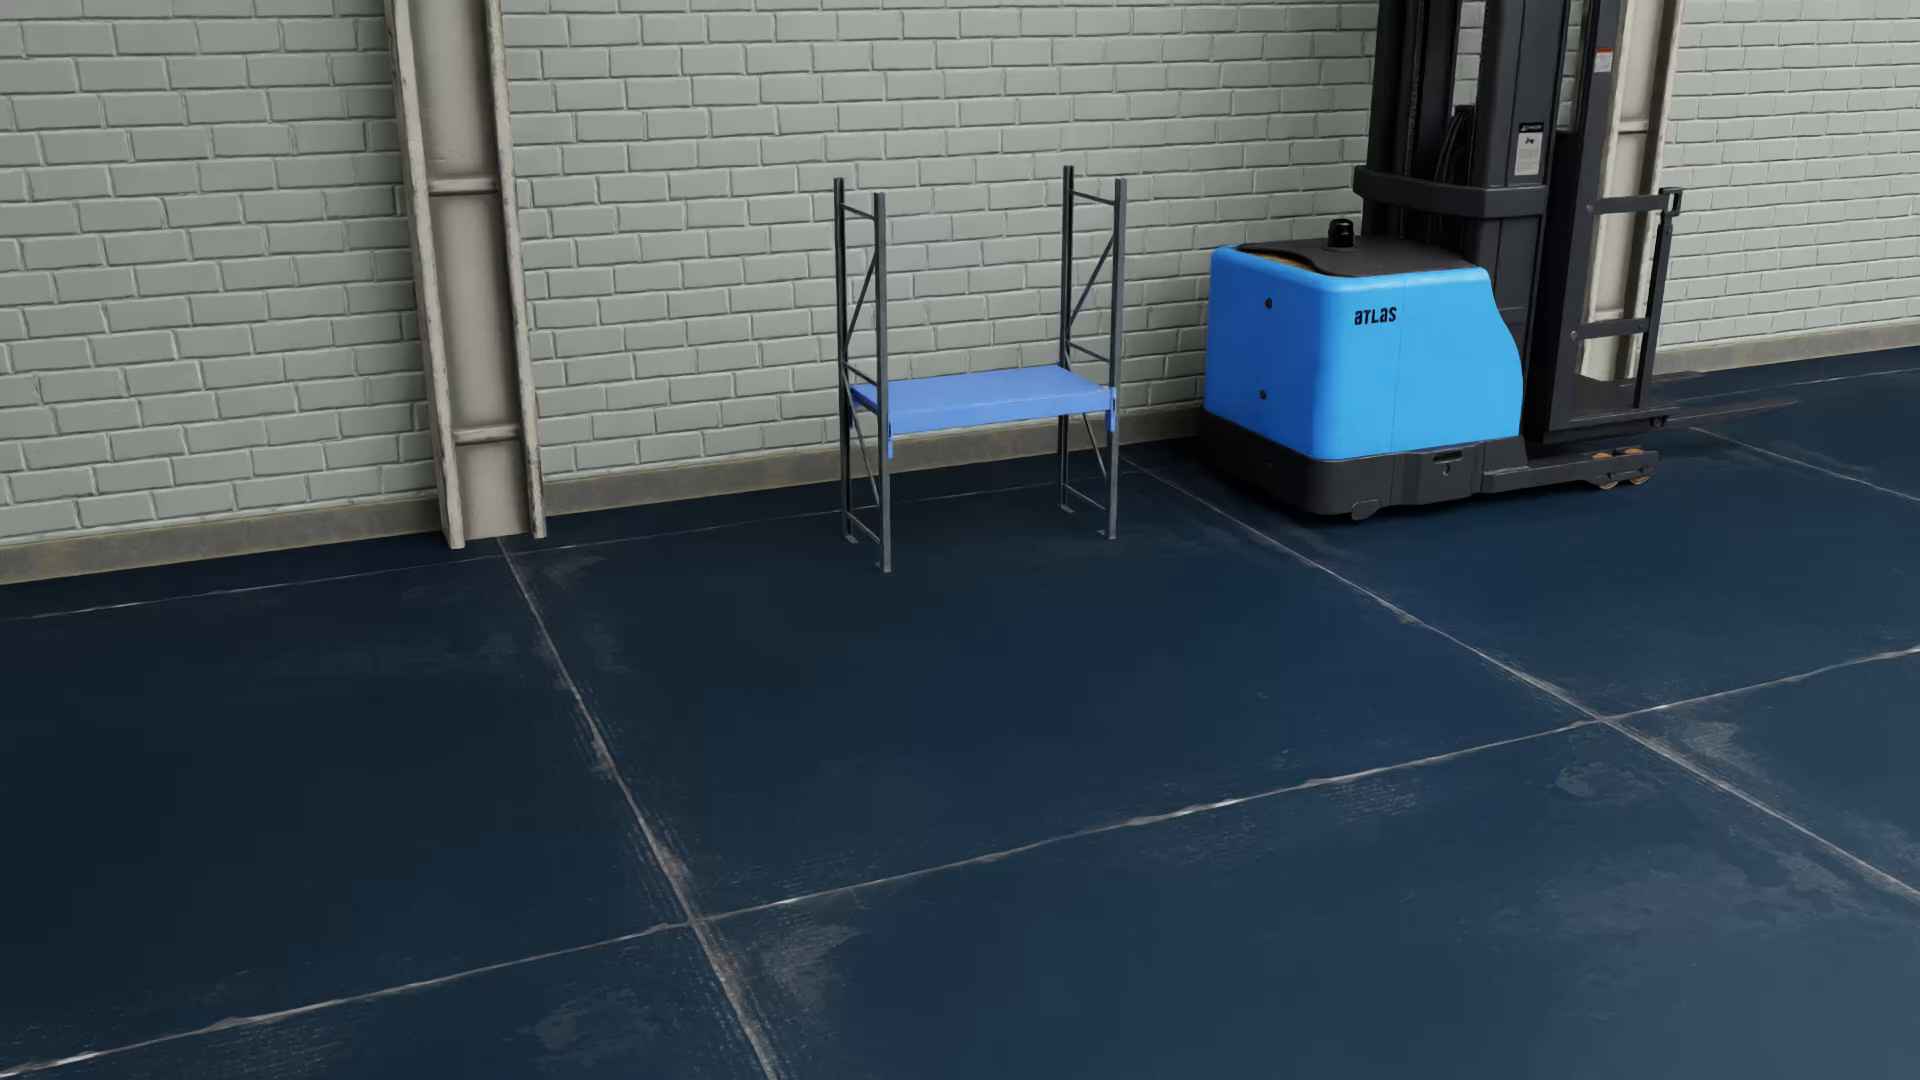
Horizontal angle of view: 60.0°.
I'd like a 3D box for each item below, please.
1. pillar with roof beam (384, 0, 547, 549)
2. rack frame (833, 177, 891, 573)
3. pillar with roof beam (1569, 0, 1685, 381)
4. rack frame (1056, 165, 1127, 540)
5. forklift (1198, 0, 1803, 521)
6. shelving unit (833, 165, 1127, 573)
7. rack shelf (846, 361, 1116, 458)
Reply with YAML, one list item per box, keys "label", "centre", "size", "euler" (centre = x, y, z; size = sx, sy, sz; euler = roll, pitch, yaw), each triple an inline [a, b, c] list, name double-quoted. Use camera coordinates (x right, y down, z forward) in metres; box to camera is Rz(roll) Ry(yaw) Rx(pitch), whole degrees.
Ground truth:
- label: "pillar with roof beam"
  centre: [-0.290, -2.966, 1.896]
  size: [0.400, 9.000, 9.100]
  euler: [-8, 21, -22]
- label: "rack frame"
  centre: [-0.388, -0.652, 6.615]
  size: [0.032, 1.500, 0.500]
  euler: [-8, 21, -22]
- label: "pillar with roof beam"
  centre: [5.219, -3.755, 4.138]
  size: [0.400, 9.000, 9.100]
  euler: [-8, 21, -22]
- label: "rack frame"
  centre: [0.545, -0.786, 6.995]
  size: [0.032, 1.500, 0.500]
  euler: [-8, 21, -22]
- label: "forklift"
  centre: [2.700, -1.769, 7.634]
  size: [3.031, 2.935, 1.130]
  euler: [-8, 21, -22]
- label: "shelving unit"
  centre: [0.078, -0.719, 6.805]
  size: [1.048, 1.500, 0.538]
  euler: [-8, 21, -22]
- label: "rack shelf"
  centre: [0.078, -0.549, 6.865]
  size: [1.000, 0.185, 0.538]
  euler: [-8, 21, -22]
